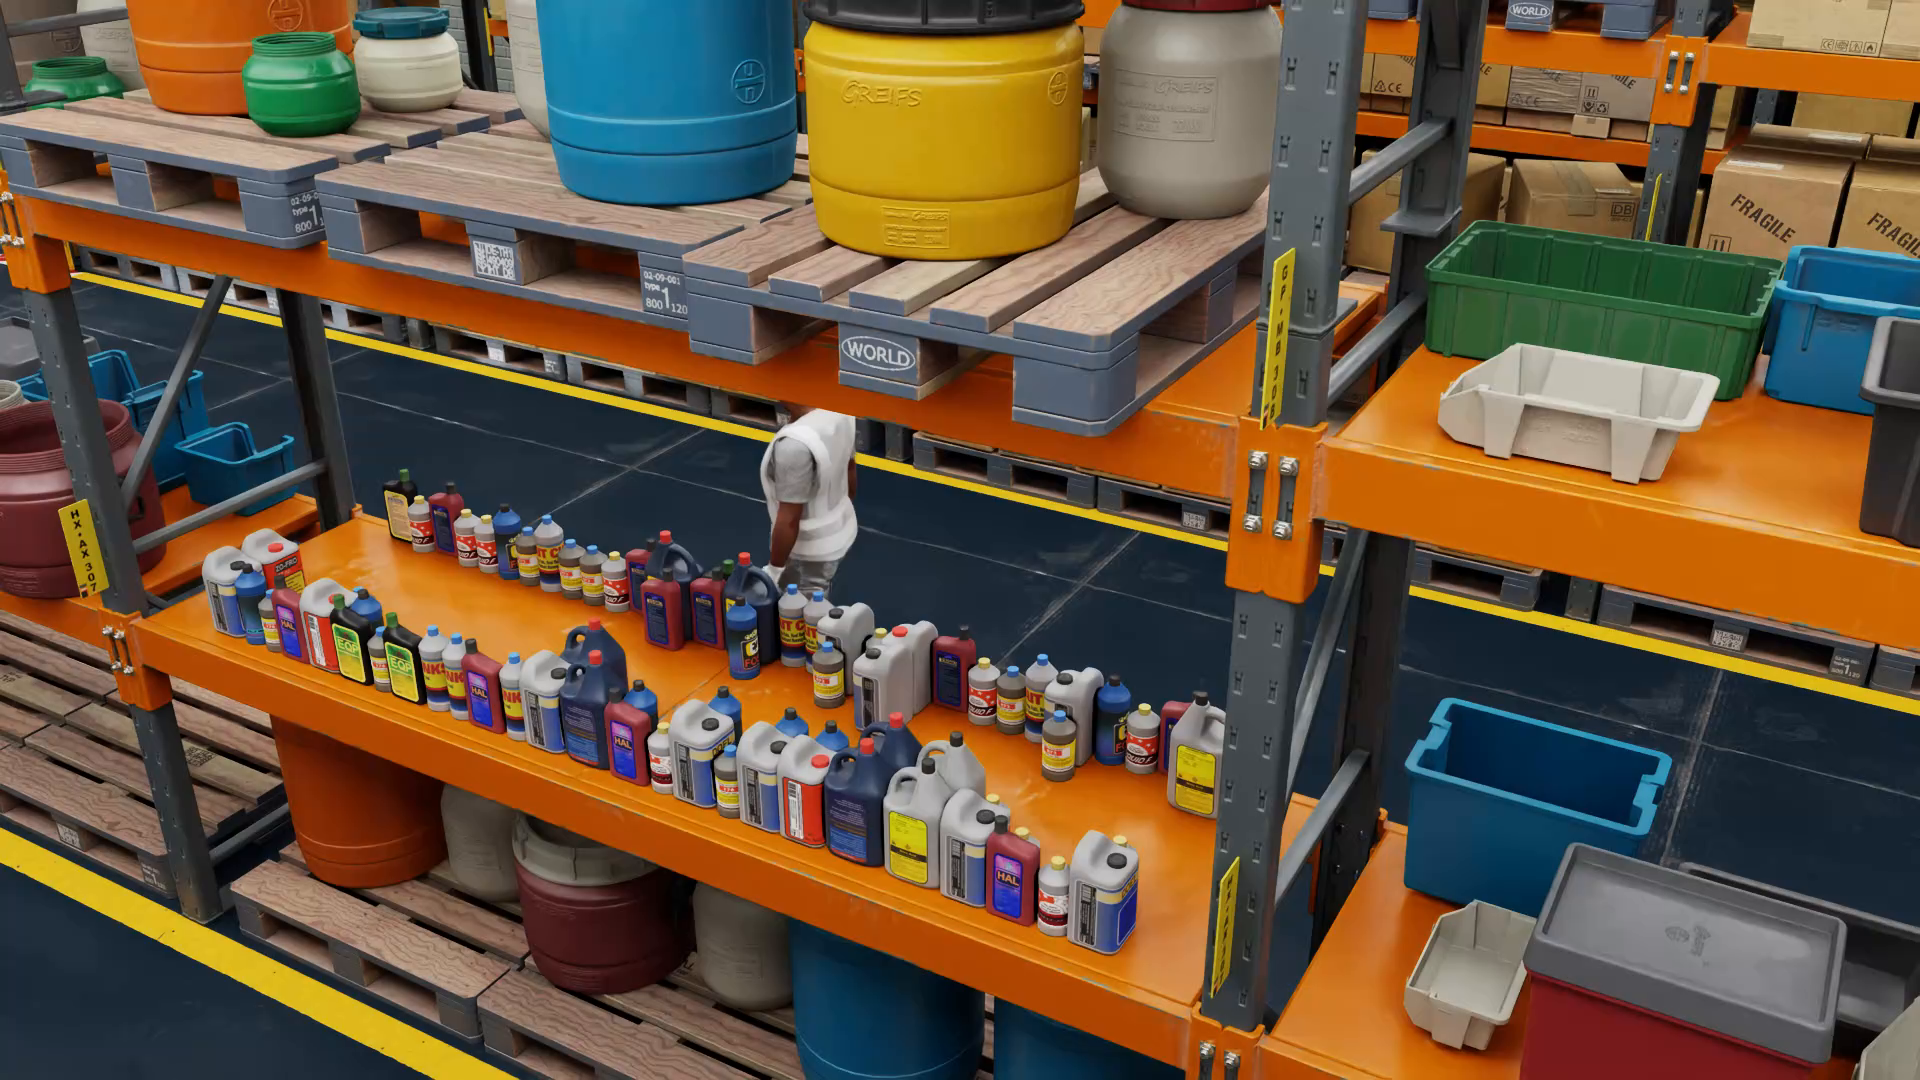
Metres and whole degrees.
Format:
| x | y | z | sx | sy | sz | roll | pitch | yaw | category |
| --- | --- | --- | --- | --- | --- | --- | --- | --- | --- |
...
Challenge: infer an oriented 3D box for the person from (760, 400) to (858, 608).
| x | y | z | sx | sy | sz | roll | pitch | yaw | category |
| --- | --- | --- | --- | --- | --- | --- | --- | --- | --- |
| -0.648 | 0.041 | 6.999 | 0.396 | 1.792 | 0.666 | 6 | 27 | 12 | person |
